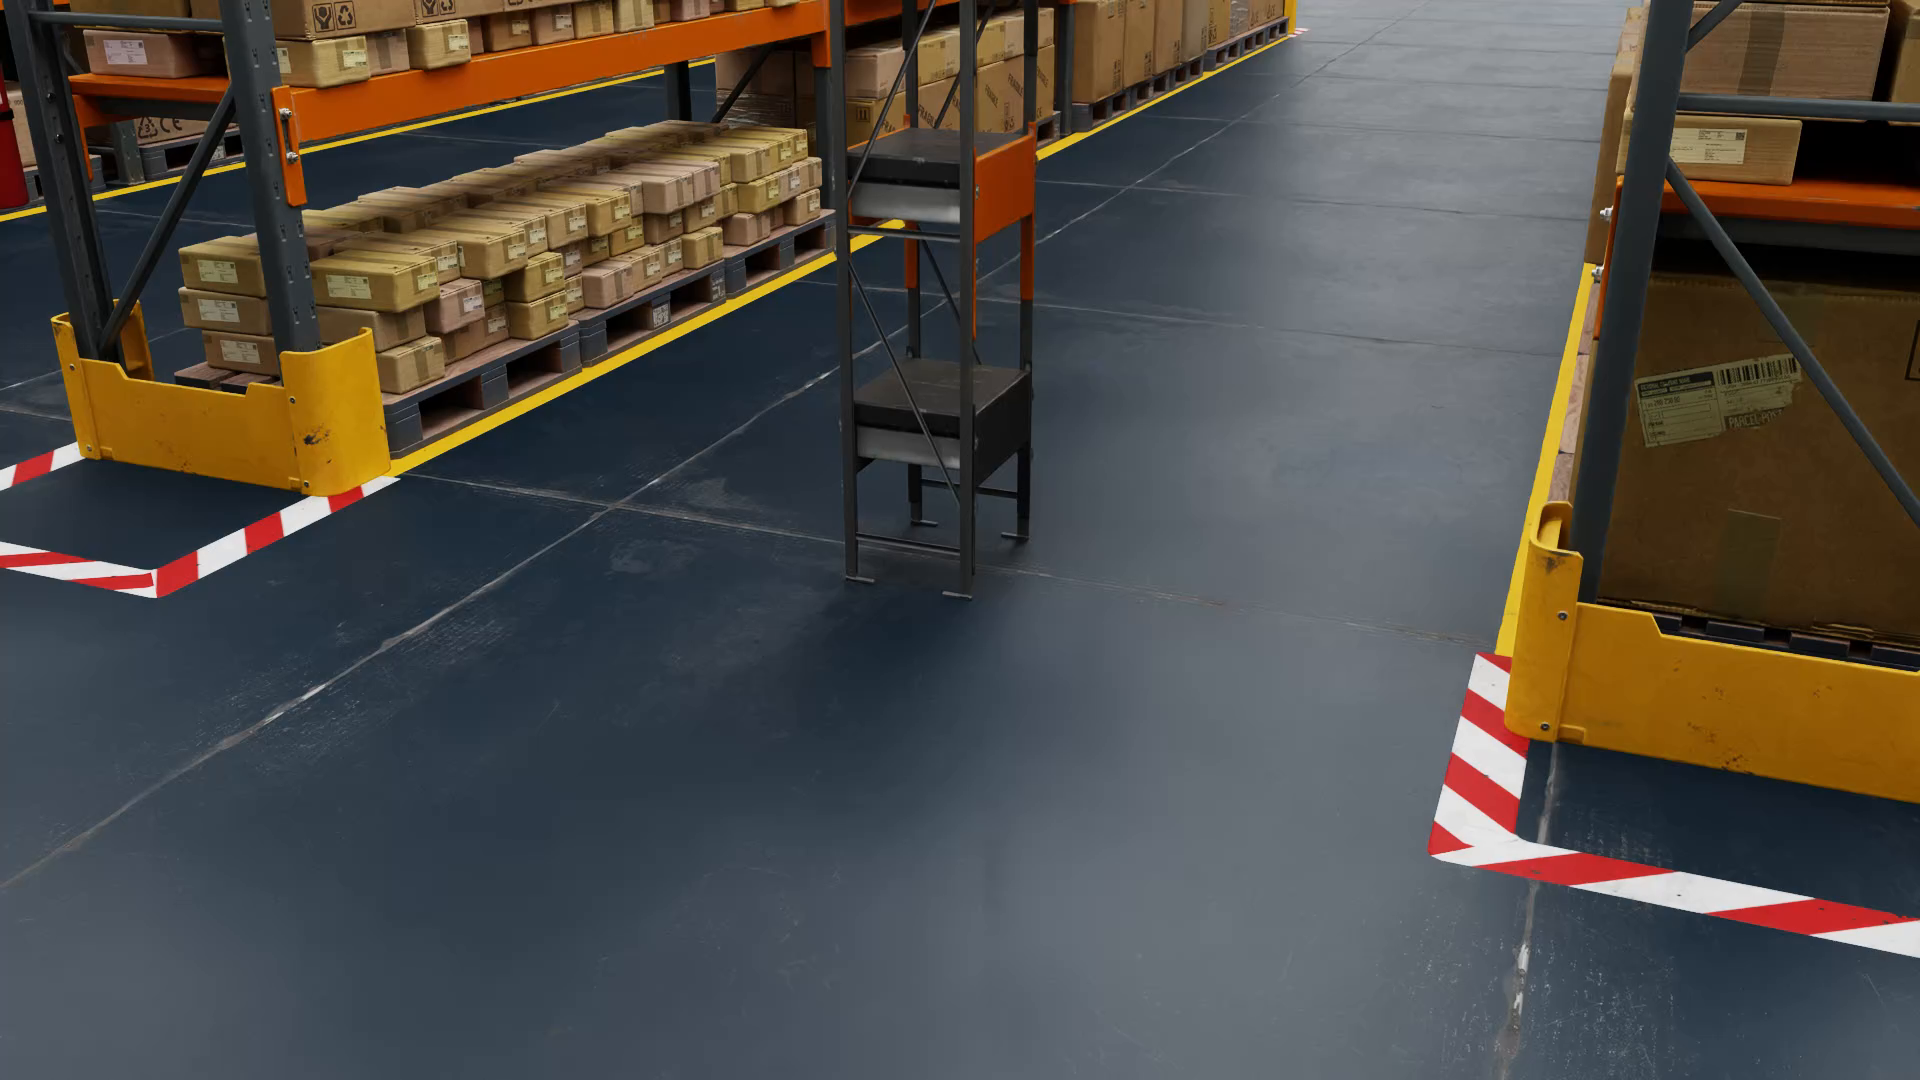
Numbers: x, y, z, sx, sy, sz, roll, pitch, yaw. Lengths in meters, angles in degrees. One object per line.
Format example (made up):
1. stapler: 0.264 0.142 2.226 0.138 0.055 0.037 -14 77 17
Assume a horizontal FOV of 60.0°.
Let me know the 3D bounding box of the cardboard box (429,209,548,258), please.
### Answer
1. cardboard box: -1.886 -1.218 6.657 0.380 0.149 0.250 8 24 17

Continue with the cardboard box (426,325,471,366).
1. cardboard box: -2.102 -0.764 6.341 0.380 0.149 0.250 9 24 20

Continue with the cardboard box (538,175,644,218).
1. cardboard box: -1.629 -1.508 7.350 0.380 0.149 0.250 9 24 20

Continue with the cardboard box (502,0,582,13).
1. cardboard box: -1.822 -2.312 6.377 0.500 0.500 0.500 9 24 21

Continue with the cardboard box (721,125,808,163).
1. cardboard box: -1.019 -2.058 8.668 0.380 0.149 0.250 9 24 22

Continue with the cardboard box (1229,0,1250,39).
1. cardboard box: 2.473 -5.684 17.178 0.875 0.875 0.875 9 24 20

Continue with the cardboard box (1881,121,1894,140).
1. cardboard box: 2.676 -1.133 4.397 0.380 0.149 0.250 8 24 19

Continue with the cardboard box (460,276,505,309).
1. cardboard box: -2.019 -0.995 6.508 0.380 0.149 0.250 9 24 21

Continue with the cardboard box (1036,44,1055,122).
1. cardboard box: 0.355 -3.269 11.882 0.500 0.500 0.500 9 24 20

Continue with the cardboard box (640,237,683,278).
1. cardboard box: -1.502 -1.305 7.636 0.380 0.149 0.250 9 24 21

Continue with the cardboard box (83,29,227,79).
1. cardboard box: -2.756 -1.680 5.705 0.380 0.149 0.250 9 24 20

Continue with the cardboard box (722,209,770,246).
1. cardboard box: -1.170 -1.574 8.281 0.380 0.149 0.250 8 24 18

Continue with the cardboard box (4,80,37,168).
1. cardboard box: -6.095 -2.545 10.230 0.875 0.438 0.875 8 24 19

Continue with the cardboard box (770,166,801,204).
1. cardboard box: -1.040 -1.829 8.504 0.380 0.149 0.250 8 24 18

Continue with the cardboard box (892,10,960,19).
1. cardboard box: -0.312 -3.494 11.449 0.500 0.250 0.500 8 24 19

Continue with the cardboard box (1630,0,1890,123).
1. cardboard box: 1.887 -1.172 3.972 0.500 0.250 0.500 8 24 19

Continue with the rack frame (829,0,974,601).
1. rack frame: -0.152 -0.822 4.494 0.400 2.100 0.015 9 24 20

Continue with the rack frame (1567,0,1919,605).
1. rack frame: 1.953 -0.892 3.494 1.000 3.000 0.127 9 24 20

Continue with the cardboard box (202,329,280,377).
1. cardboard box: -2.613 -0.735 6.272 0.380 0.149 0.250 9 24 21

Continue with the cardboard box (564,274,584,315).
1. cardboard box: -1.813 -1.034 6.989 0.380 0.149 0.250 9 24 20

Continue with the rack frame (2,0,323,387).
1. rack frame: -2.615 -1.638 5.281 1.000 3.000 0.127 9 24 20

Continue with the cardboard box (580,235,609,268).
1. cardboard box: -1.750 -1.283 7.197 0.380 0.149 0.250 10 25 23

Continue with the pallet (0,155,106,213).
1. pallet: -6.117 -2.195 10.231 1.003 0.211 1.213 9 24 20

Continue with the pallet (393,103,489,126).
1. pallet: -4.639 -3.616 13.633 1.003 0.211 1.213 9 24 20

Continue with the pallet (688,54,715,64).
1. pallet: -3.078 -5.040 17.041 1.003 0.211 1.213 9 24 20

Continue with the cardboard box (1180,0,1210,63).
1. cardboard box: 1.696 -4.853 15.351 1.050 0.750 0.750 9 24 20

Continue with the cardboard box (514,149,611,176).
1. cardboard box: -1.901 -1.765 7.967 0.380 0.149 0.250 9 24 21

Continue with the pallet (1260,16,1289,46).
1. pallet: 3.104 -5.780 18.814 1.003 0.211 1.213 9 24 20

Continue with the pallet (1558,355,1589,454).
1. pallet: 2.632 -0.338 5.785 1.003 0.211 1.213 9 24 20

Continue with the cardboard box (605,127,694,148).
1. cardboard box: -1.606 -2.039 8.622 0.380 0.149 0.250 10 25 23

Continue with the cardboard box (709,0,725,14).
1. cardboard box: -1.326 -2.541 7.767 0.380 0.149 0.250 8 24 19

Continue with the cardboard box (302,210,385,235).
1. cardboard box: -2.528 -1.210 6.636 0.380 0.149 0.250 8 24 19

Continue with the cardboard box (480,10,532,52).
1. cardboard box: -1.892 -1.983 6.432 0.380 0.149 0.250 9 24 20

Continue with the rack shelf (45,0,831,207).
1. rack shelf: -1.872 -2.022 7.133 1.077 0.370 4.000 9 24 20

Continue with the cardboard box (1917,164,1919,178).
1. cardboard box: 2.391 -0.856 3.734 0.380 0.149 0.250 9 24 21

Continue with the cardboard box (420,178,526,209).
1. cardboard box: -2.124 -1.476 7.273 0.380 0.149 0.250 8 24 18

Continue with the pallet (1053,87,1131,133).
1. pallet: 0.720 -3.486 13.322 1.003 0.211 1.213 9 24 20

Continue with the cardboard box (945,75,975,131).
1. cardboard box: -0.231 -2.716 10.558 0.500 0.500 0.500 9 24 21

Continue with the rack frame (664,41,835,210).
1. rack frame: -1.129 -3.070 8.708 1.000 3.000 0.127 9 24 20

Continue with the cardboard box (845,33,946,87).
1. cardboard box: -0.413 -2.874 9.964 0.500 0.250 0.500 9 24 22

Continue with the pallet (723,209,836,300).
1. pallet: -1.345 -1.538 8.658 1.003 0.211 1.213 9 24 20

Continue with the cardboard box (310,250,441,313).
1. cardboard box: -2.104 -0.930 5.967 0.380 0.149 0.250 8 24 18

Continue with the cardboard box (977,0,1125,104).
1. cardboard box: 0.667 -3.862 12.978 1.050 0.750 0.750 8 24 19

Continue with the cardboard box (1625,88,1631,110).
1. cardboard box: 1.875 -1.044 4.184 0.380 0.149 0.250 9 24 21

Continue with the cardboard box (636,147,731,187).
1. cardboard box: -1.332 -1.789 8.024 0.380 0.149 0.250 10 25 22

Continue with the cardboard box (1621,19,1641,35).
1. cardboard box: 4.311 -2.407 9.331 1.225 0.875 0.875 9 24 20

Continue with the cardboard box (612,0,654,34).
1. cardboard box: -1.531 -2.248 7.067 0.380 0.149 0.250 9 24 21

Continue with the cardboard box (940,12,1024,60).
1. cardboard box: 0.169 -3.423 11.279 0.500 0.250 0.500 9 24 21

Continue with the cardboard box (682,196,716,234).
1. cardboard box: -1.383 -1.560 7.862 0.380 0.149 0.250 9 24 21

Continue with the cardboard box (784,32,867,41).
1. cardboard box: -0.884 -2.941 10.125 0.500 0.250 0.500 10 25 23

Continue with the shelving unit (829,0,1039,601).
1. shelving unit: -0.062 -0.910 4.703 0.431 2.100 0.503 9 24 20

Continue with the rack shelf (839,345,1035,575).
1. rack shelf: -0.061 -0.251 4.979 0.431 0.518 0.480 9 24 20

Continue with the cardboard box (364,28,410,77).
1. cardboard box: -2.134 -1.689 5.727 0.380 0.149 0.250 10 25 22

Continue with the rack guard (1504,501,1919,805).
1. rack guard: 1.944 0.270 3.955 1.175 0.500 0.348 9 24 20
